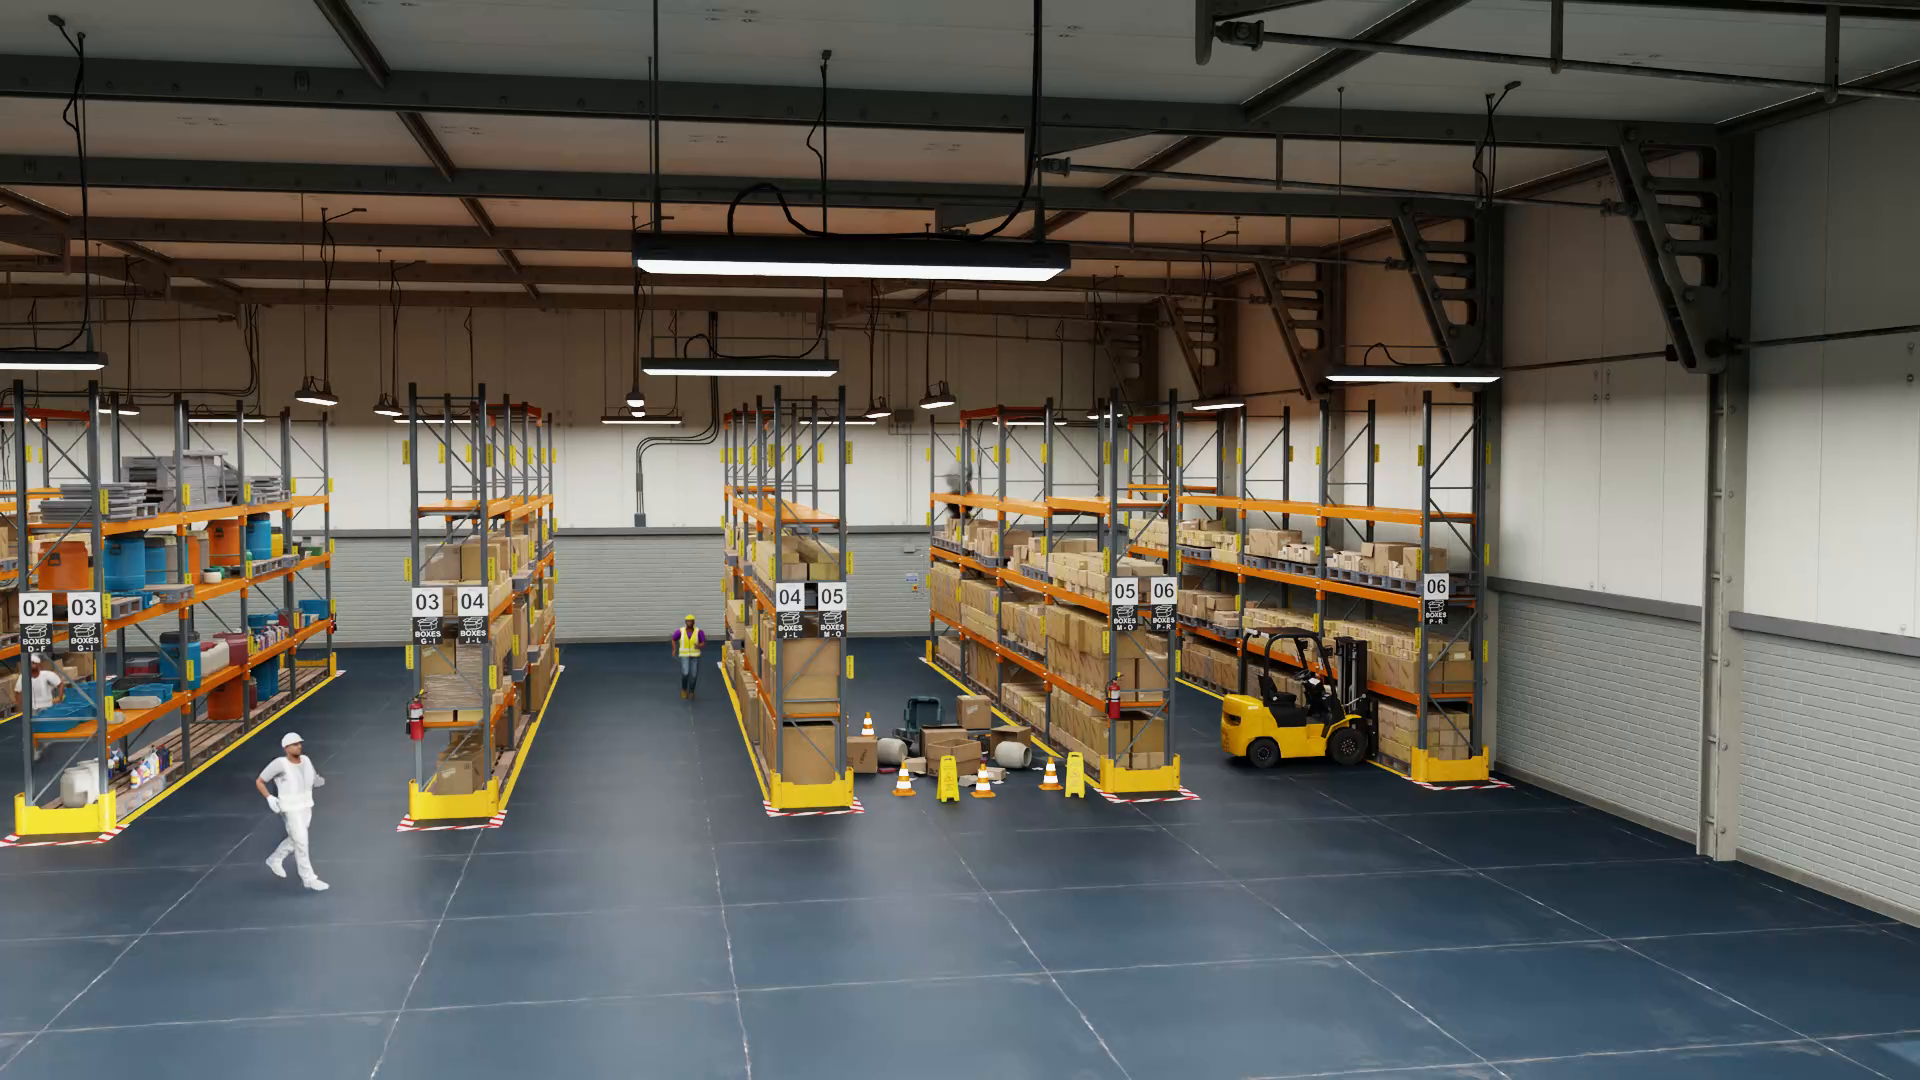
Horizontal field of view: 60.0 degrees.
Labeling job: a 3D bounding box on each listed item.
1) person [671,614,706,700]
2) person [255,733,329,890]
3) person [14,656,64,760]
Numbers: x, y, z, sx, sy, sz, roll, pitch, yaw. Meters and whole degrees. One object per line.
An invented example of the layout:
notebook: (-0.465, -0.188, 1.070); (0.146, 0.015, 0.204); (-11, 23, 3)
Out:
person: (-5.534, 2.398, 34.006); (0.676, 1.754, 0.683); (-1, 3, -16)
person: (-7.685, 3.107, 19.210); (1.001, 1.767, 0.676); (1, 3, 20)
person: (-15.196, 2.761, 27.414); (0.722, 1.729, 0.649); (-1, 3, -11)
